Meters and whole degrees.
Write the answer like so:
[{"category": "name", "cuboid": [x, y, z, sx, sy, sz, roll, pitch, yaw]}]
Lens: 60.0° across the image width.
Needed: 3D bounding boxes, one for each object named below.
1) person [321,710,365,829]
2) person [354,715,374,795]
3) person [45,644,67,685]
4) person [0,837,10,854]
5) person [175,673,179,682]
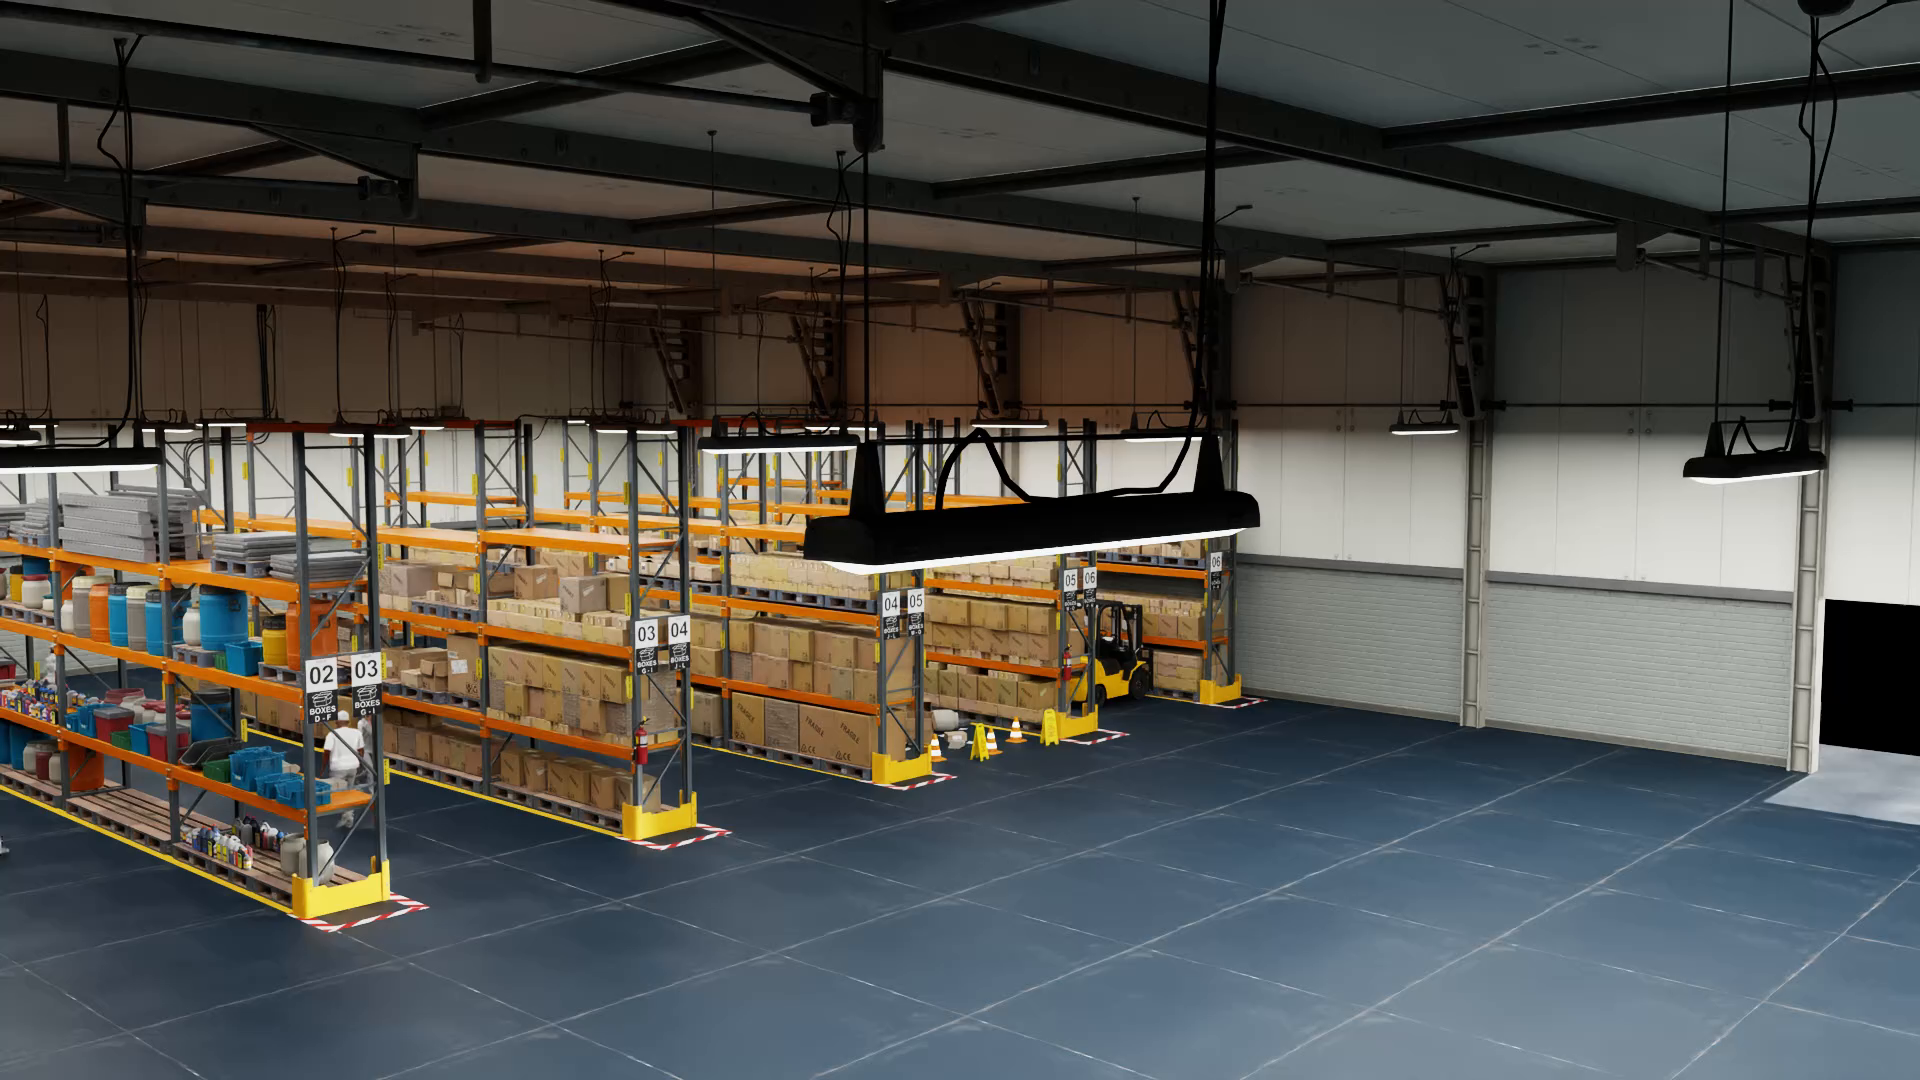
[{"category": "person", "cuboid": [-9.175, 3.437, 24.844, 0.699, 1.736, 0.629, 4, 6, 43]}, {"category": "person", "cuboid": [-9.460, 3.376, 26.527, 0.840, 1.557, 0.454, 2, 5, 26]}, {"category": "person", "cuboid": [-17.778, 2.820, 32.733, 0.435, 1.629, 0.922, 1, 5, 7]}, {"category": "person", "cuboid": [-13.777, 3.608, 23.417, 1.067, 1.582, 0.467, 2, 5, 27]}, {"category": "person", "cuboid": [-17.378, 2.412, 37.199, 1.102, 1.708, 0.579, 1, 5, 14]}]
